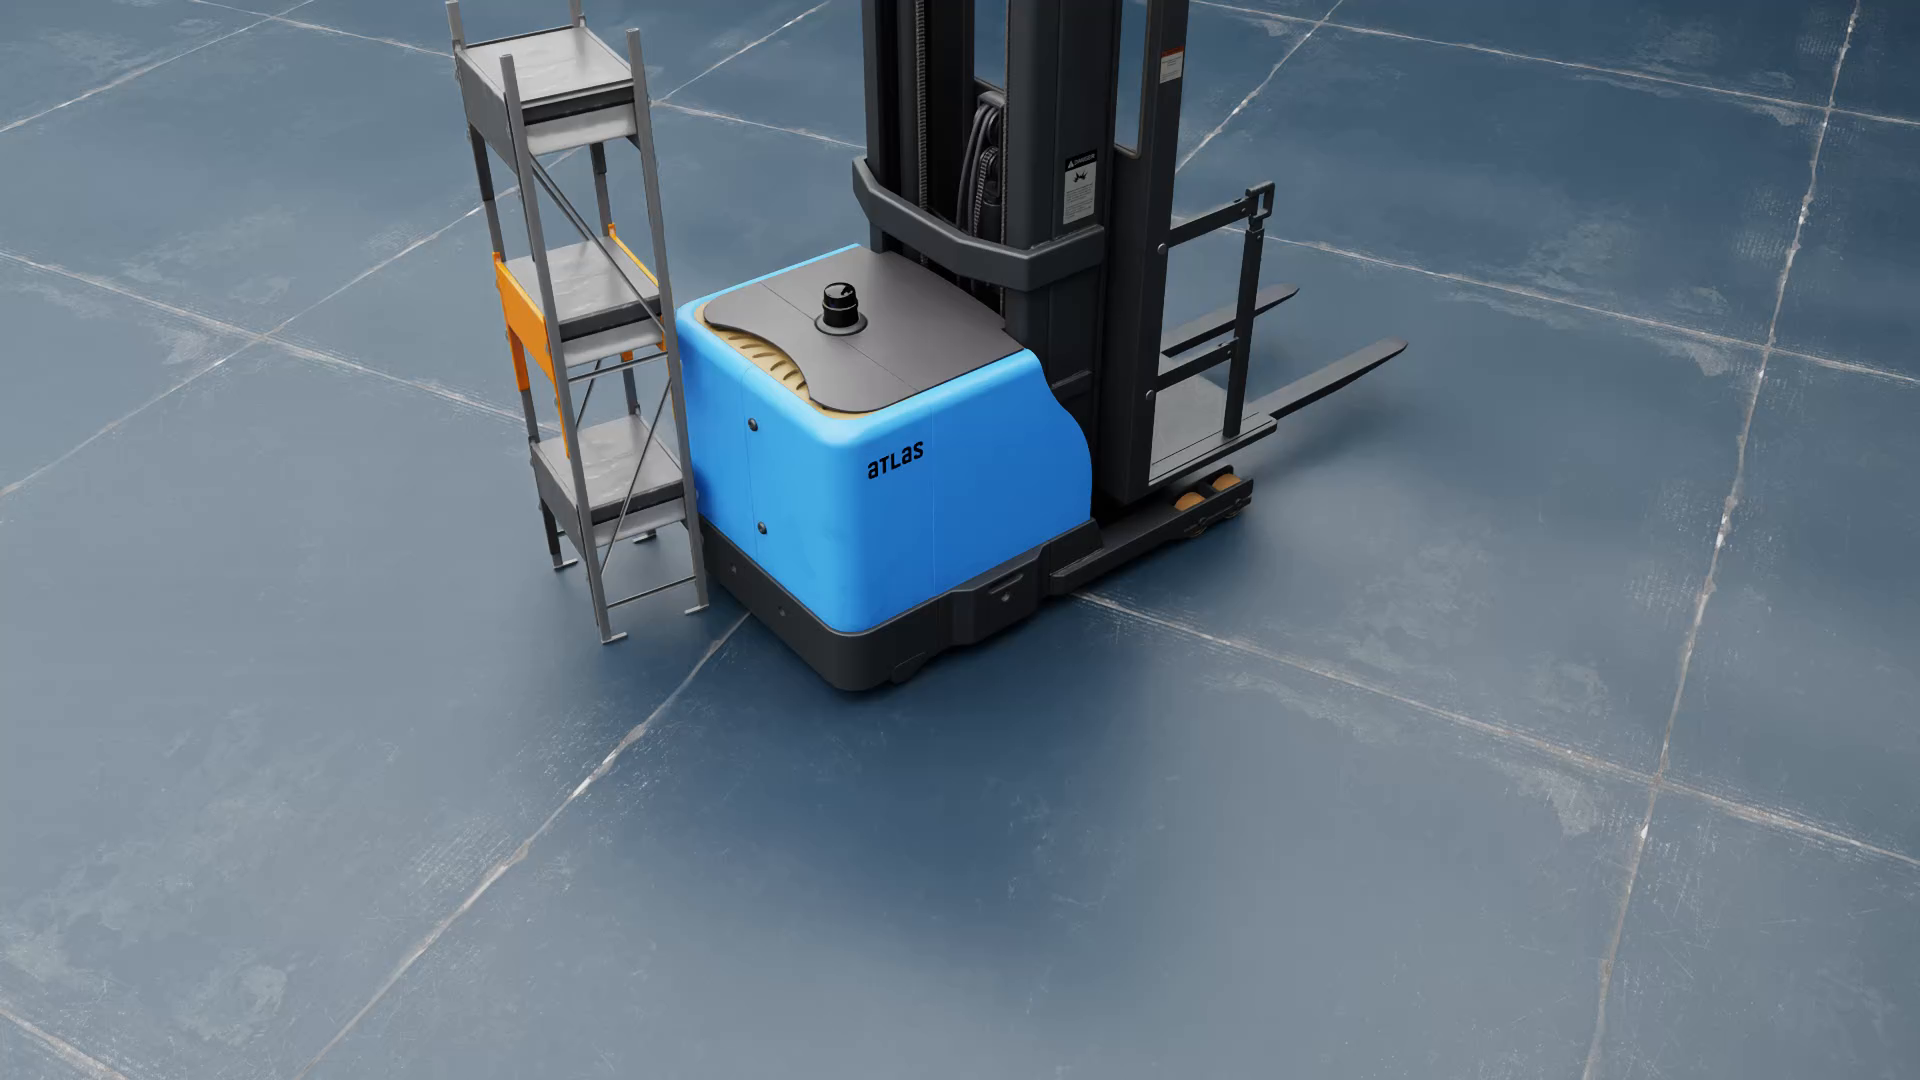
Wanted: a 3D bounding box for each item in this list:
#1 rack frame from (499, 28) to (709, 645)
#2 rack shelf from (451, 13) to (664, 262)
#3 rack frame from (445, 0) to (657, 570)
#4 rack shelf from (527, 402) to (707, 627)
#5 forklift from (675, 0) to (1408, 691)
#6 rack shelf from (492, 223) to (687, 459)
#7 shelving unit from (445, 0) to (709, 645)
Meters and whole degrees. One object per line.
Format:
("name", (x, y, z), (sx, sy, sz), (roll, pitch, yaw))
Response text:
("rack frame", (-1.072, -0.536, 5.219), (0.400, 2.100, 0.015), (-20, 41, -24))
("rack shelf", (-1.198, -1.209, 4.970), (0.431, 0.518, 0.480), (-20, 41, -24))
("rack frame", (-1.321, -0.790, 5.553), (0.400, 2.100, 0.015), (-20, 41, -24))
("rack shelf", (-1.195, -0.095, 5.818), (0.431, 0.518, 0.480), (-20, 41, -24))
("forklift", (0.491, -1.404, 5.676), (3.031, 2.935, 1.130), (-26, 44, -30))
("rack shelf", (-1.197, -0.652, 5.394), (0.431, 0.518, 0.480), (-20, 41, -24))
("shelving unit", (-1.197, -0.663, 5.386), (0.431, 2.100, 0.503), (-20, 41, -24))
